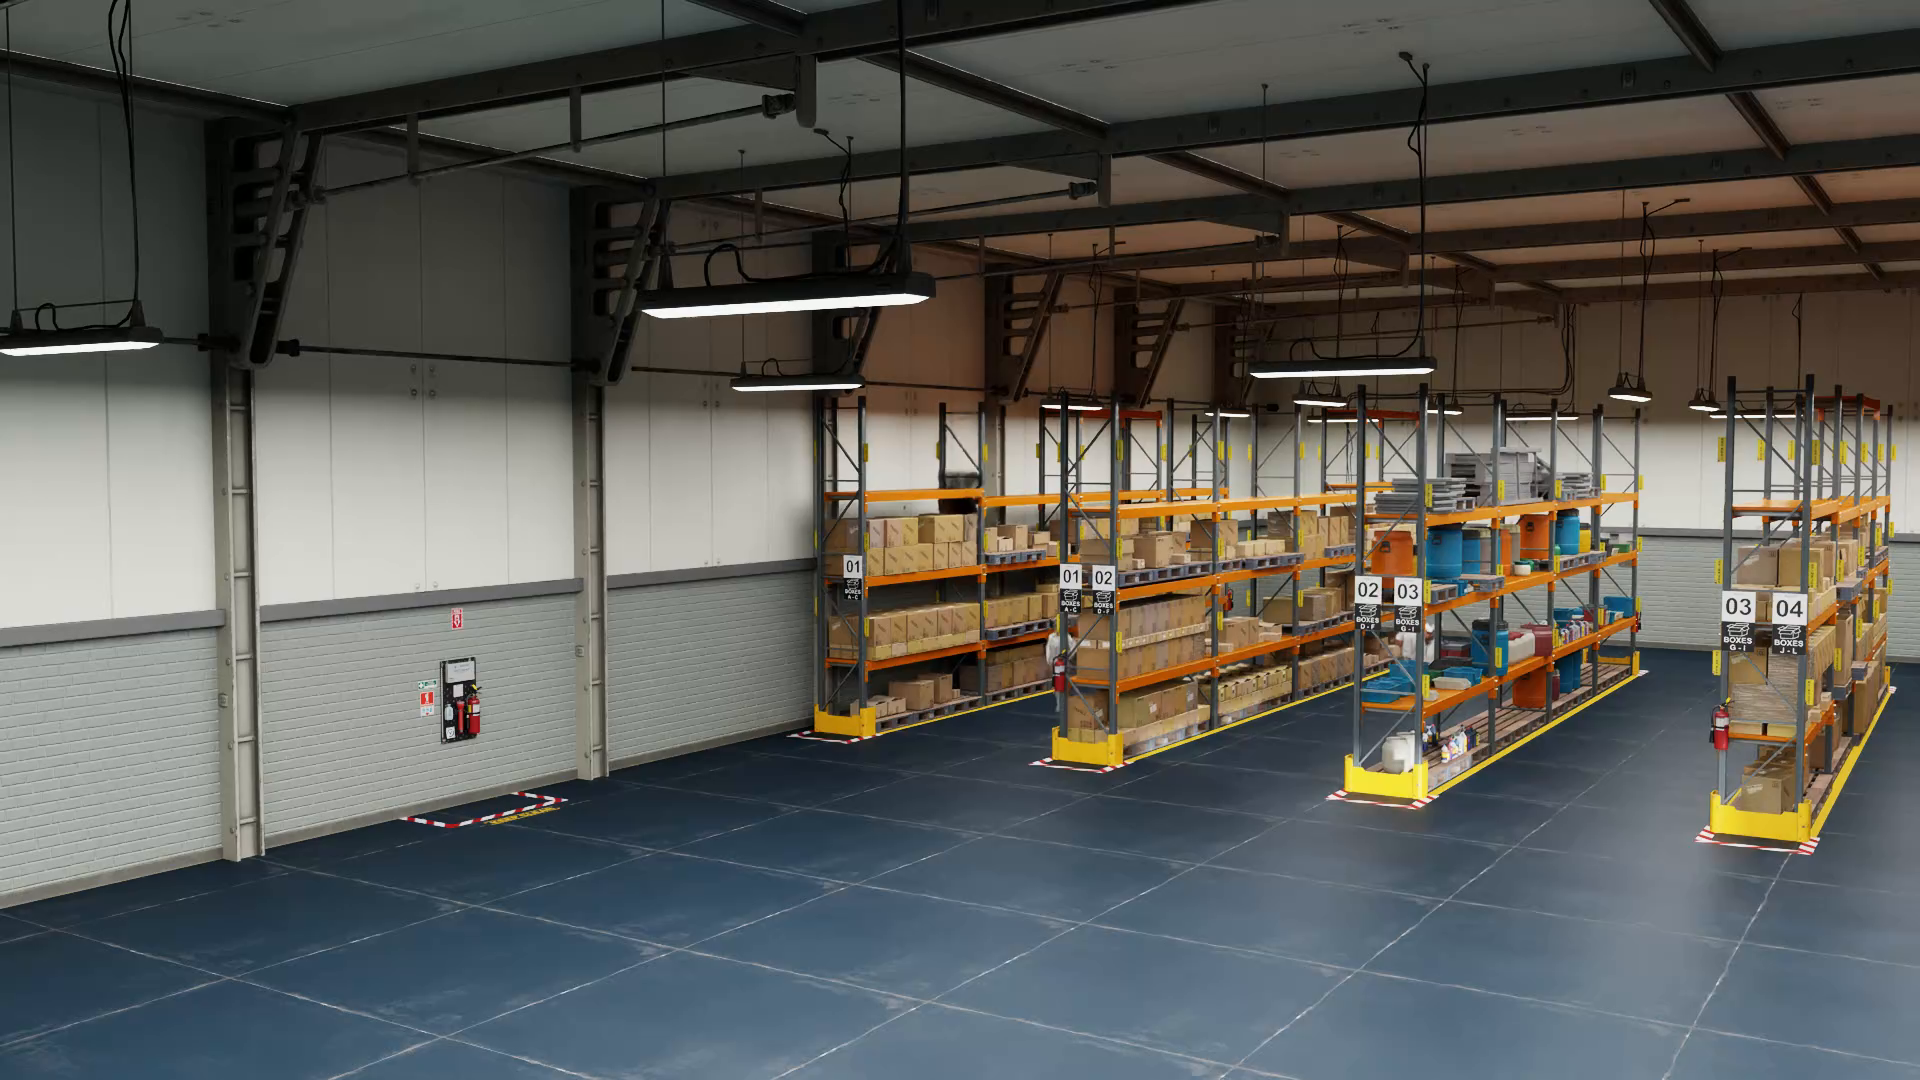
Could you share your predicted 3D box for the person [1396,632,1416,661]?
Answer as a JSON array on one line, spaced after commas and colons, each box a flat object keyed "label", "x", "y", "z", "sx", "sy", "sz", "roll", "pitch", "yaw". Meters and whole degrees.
[{"label": "person", "x": 9.121, "y": 2.350, "z": 33.526, "sx": 0.640, "sy": 1.796, "sz": 0.890, "roll": 2, "pitch": 3, "yaw": 29}]

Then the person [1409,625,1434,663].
[{"label": "person", "x": 8.847, "y": 2.482, "z": 31.479, "sx": 0.683, "sy": 1.766, "sz": 0.918, "roll": 2, "pitch": 4, "yaw": 31}]

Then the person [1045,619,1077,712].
[{"label": "person", "x": 1.838, "y": 2.286, "z": 30.633, "sx": 0.643, "sy": 1.677, "sz": 0.672, "roll": 1, "pitch": 3, "yaw": 25}]
